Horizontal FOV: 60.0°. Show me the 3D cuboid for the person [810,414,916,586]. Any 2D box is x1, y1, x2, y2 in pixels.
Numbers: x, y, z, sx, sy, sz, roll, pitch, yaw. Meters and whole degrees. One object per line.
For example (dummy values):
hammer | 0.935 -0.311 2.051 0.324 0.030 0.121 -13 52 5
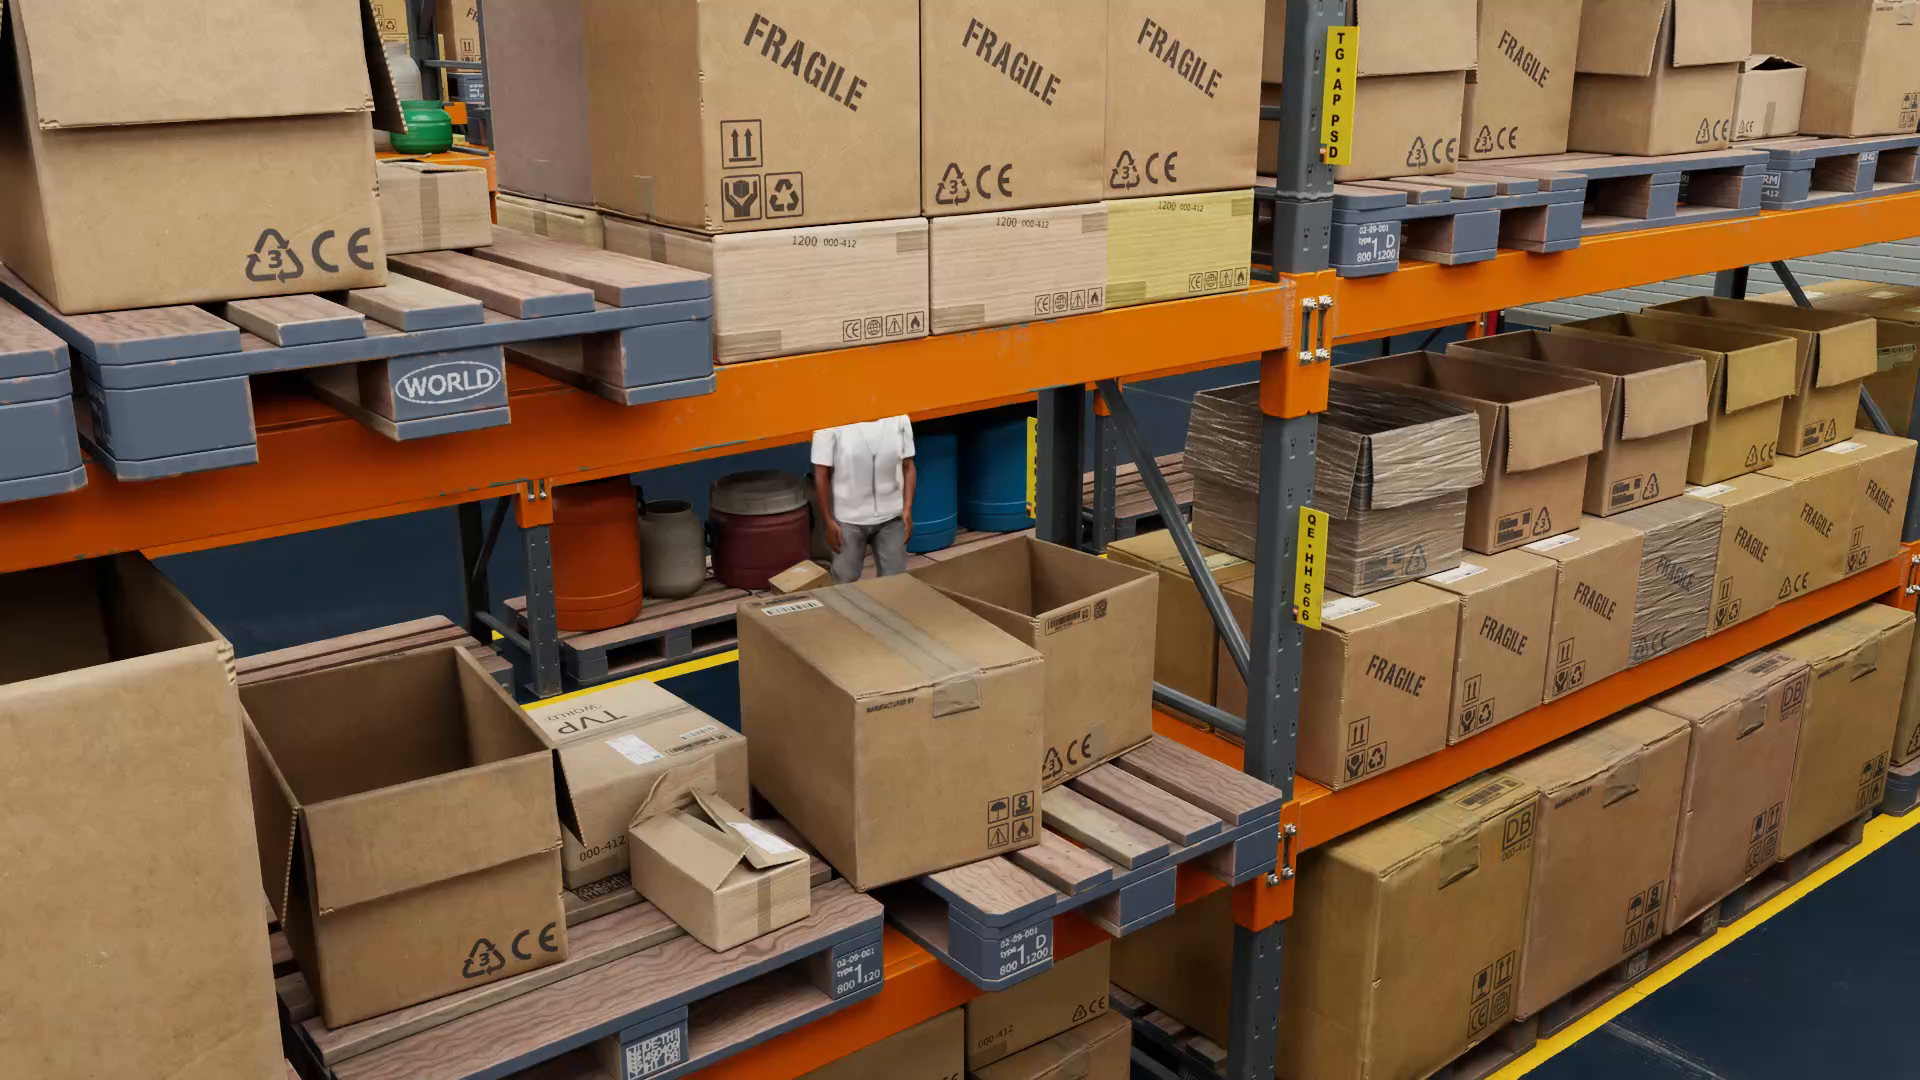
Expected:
person | -0.503 -0.106 8.770 0.600 1.775 0.452 -6 19 -19
